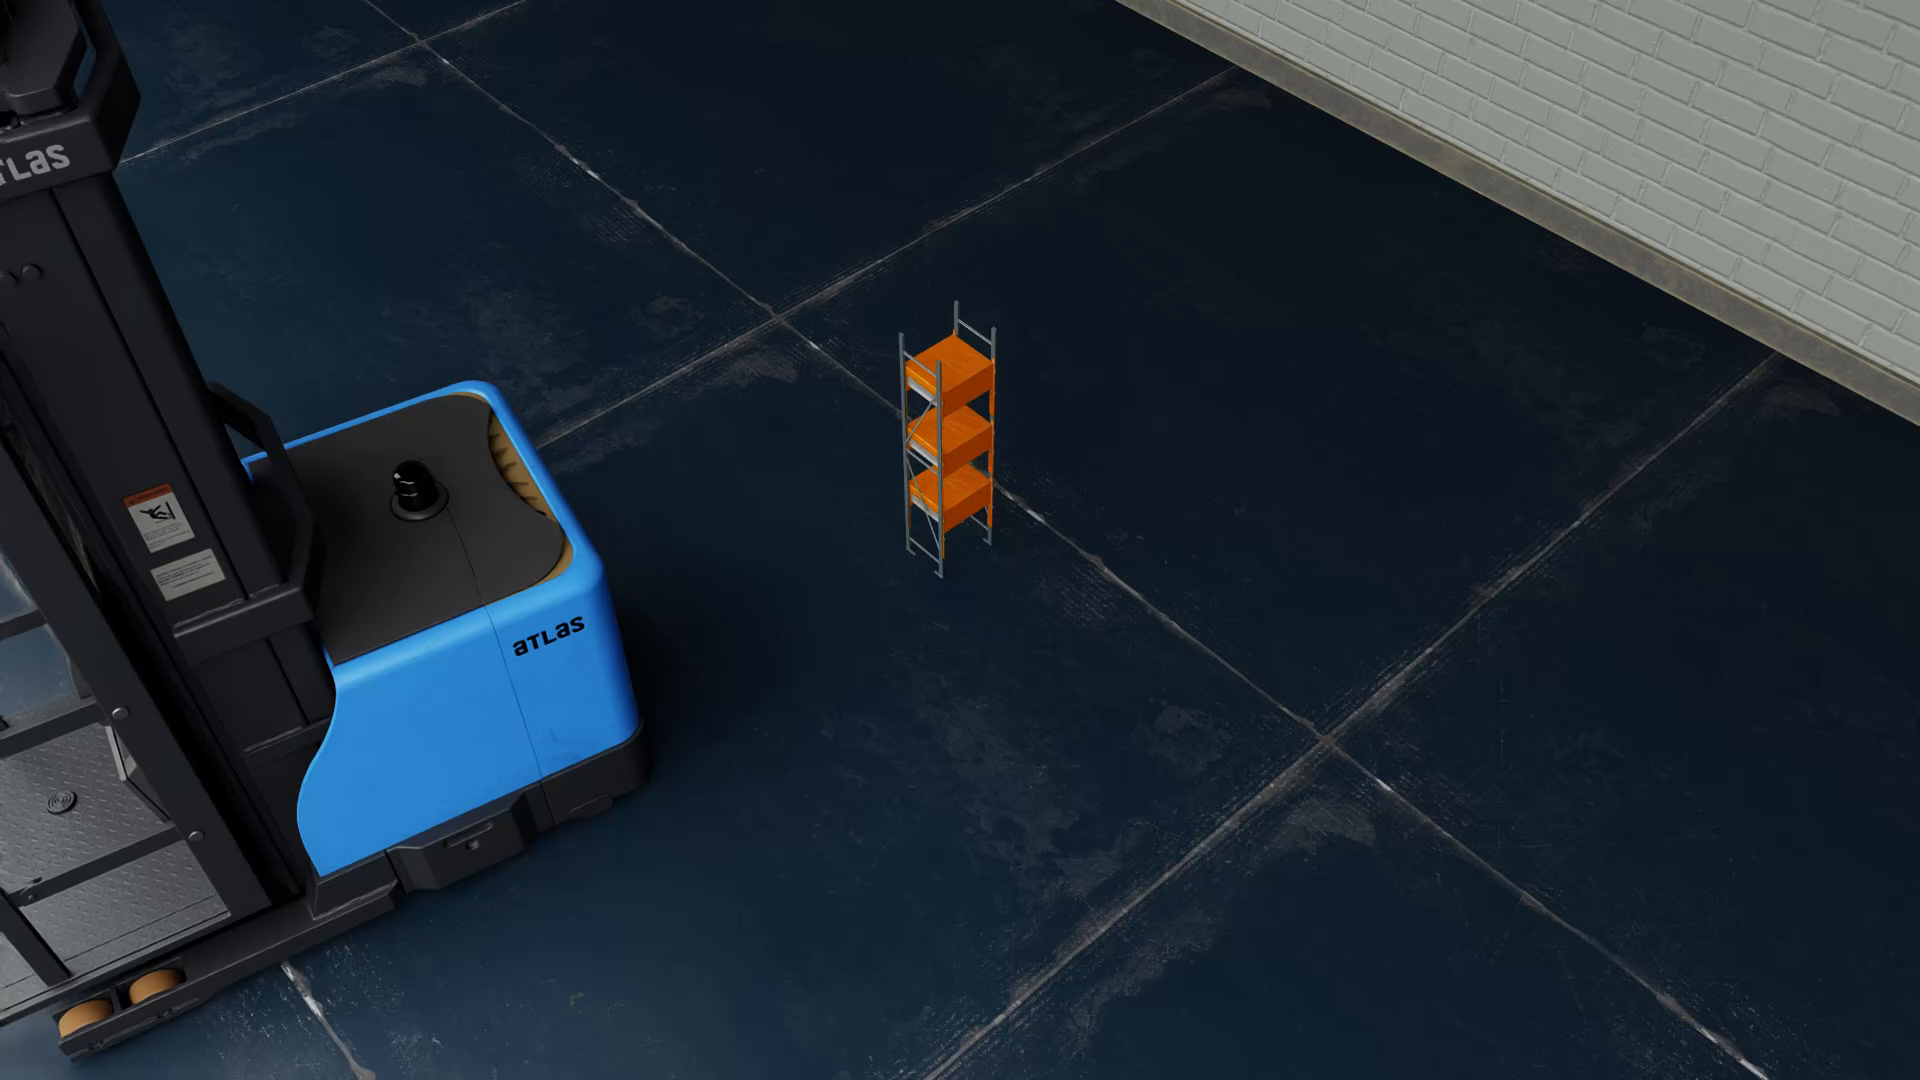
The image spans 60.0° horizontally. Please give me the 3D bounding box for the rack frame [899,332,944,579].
[{"bbox_3d":[-0.130,-0.269,5.784,0.008,1.050,0.200,-34,56,-27],"label":"rack frame"}]

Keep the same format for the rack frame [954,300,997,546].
[{"bbox_3d":[0.051,-0.390,5.895,0.008,1.050,0.200,-34,56,-27],"label":"rack frame"}]

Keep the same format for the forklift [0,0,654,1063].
[{"bbox_3d":[-2.538,0.059,4.202,3.031,2.935,1.130,-23,52,-20],"label":"forklift"}]

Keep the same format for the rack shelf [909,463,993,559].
[{"bbox_3d":[-0.040,-0.134,6.052,0.240,0.259,0.215,-34,56,-27],"label":"rack shelf"}]

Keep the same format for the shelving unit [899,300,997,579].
[{"bbox_3d":[-0.040,-0.330,5.840,0.252,1.050,0.215,-34,56,-27],"label":"shelving unit"}]

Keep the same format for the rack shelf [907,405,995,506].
[{"bbox_3d":[-0.040,-0.322,5.848,0.240,0.259,0.215,-34,56,-27],"label":"rack shelf"}]

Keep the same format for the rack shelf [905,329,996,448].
[{"bbox_3d":[-0.040,-0.515,5.639,0.240,0.259,0.215,-34,56,-27],"label":"rack shelf"}]
